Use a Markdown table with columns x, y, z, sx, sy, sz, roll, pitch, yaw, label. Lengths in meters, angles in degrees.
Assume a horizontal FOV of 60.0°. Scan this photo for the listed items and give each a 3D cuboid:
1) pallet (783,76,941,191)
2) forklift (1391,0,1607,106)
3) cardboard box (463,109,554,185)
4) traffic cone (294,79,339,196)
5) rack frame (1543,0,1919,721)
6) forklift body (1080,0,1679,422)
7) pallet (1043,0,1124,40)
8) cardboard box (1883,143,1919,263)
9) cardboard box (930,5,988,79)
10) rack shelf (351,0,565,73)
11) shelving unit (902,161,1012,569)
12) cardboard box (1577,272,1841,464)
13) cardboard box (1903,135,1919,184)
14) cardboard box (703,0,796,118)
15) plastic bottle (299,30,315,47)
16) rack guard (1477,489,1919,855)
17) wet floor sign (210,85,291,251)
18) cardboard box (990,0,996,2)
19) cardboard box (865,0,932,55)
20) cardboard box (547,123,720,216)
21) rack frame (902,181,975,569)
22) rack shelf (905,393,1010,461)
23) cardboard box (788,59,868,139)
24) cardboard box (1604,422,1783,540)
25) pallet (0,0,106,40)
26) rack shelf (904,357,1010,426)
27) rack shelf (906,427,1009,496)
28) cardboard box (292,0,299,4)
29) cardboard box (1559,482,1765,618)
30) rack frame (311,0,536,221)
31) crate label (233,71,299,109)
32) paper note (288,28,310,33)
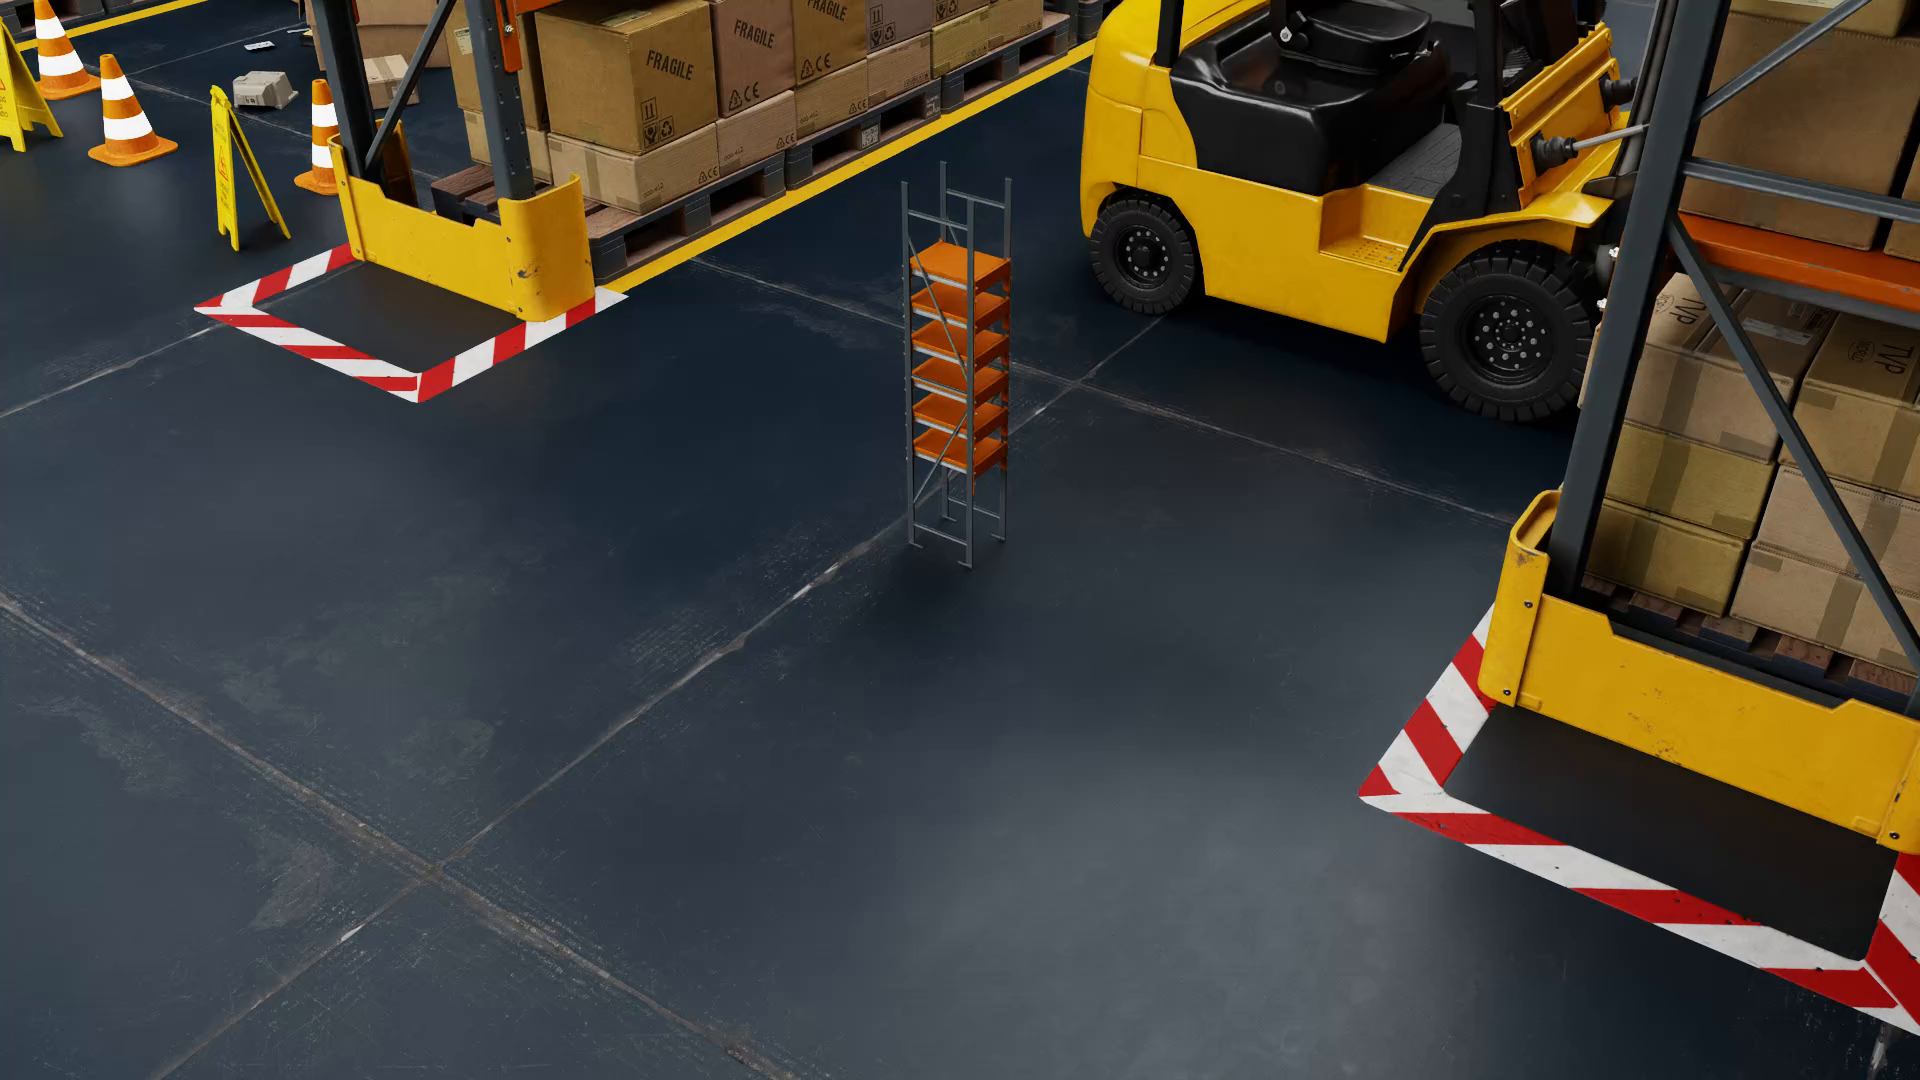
| x | y | z | sx | sy | sz | roll | pitch | yaw | label |
| --- | --- | --- | --- | --- | --- | --- | --- | --- | --- |
| -0.835 | -2.112 | 8.185 | 1.003 | 0.211 | 1.213 | 21 | 39 | 28 | pallet |
| 2.331 | -3.494 | 7.800 | 1.130 | 2.935 | 3.031 | 21 | 40 | 28 | forklift |
| -1.813 | -1.815 | 7.335 | 0.500 | 0.250 | 0.500 | 21 | 39 | 28 | cardboard box |
| -2.881 | -1.870 | 7.602 | 0.336 | 0.463 | 0.334 | 21 | 39 | 28 | traffic cone |
| 2.013 | -0.727 | 3.647 | 1.000 | 3.000 | 0.127 | 21 | 39 | 28 | rack frame |
| 1.596 | -1.831 | 6.037 | 2.313 | 2.155 | 1.214 | 21 | 39 | 28 | forklift body |
| 0.657 | -3.355 | 10.023 | 1.003 | 0.211 | 1.213 | 21 | 39 | 28 | pallet |
| 2.524 | -0.908 | 3.825 | 0.500 | 0.500 | 0.500 | 23 | 40 | 30 | cardboard box |
| -0.198 | -2.580 | 8.468 | 0.500 | 0.250 | 0.500 | 20 | 39 | 27 | cardboard box |
| -0.926 | -2.933 | 7.552 | 1.077 | 0.370 | 4.000 | 21 | 39 | 28 | rack shelf |
| -0.008 | -0.490 | 4.904 | 0.258 | 1.200 | 0.189 | 21 | 39 | 28 | shelving unit |
| 2.019 | -0.488 | 4.480 | 0.500 | 0.250 | 0.500 | 23 | 40 | 30 | cardboard box |
| 2.381 | -1.315 | 4.427 | 0.500 | 0.500 | 0.500 | 23 | 40 | 30 | cardboard box |
| -1.072 | -2.192 | 7.224 | 0.500 | 0.500 | 0.500 | 20 | 39 | 27 | cardboard box |
| -3.616 | -2.878 | 9.451 | 0.133 | 0.061 | 0.283 | 8 | 35 | 12 | plastic bottle |
| 1.999 | 0.320 | 4.331 | 1.175 | 0.500 | 0.348 | 21 | 39 | 28 | rack guard |
| -3.054 | -1.590 | 7.025 | 0.232 | 0.644 | 0.267 | -22 | 40 | -29 | wet floor sign |
| 0.097 | -3.139 | 8.624 | 0.500 | 0.500 | 0.500 | 21 | 39 | 28 | cardboard box |
| -0.481 | -2.669 | 7.930 | 0.500 | 0.500 | 0.500 | 24 | 41 | 31 | cardboard box |
| -1.380 | -1.629 | 7.060 | 0.500 | 0.250 | 0.500 | 21 | 39 | 28 | cardboard box |
| -0.060 | -0.448 | 4.842 | 0.240 | 1.200 | 0.006 | 21 | 39 | 28 | rack frame |
| -0.008 | -0.354 | 4.996 | 0.258 | 0.103 | 0.180 | 21 | 39 | 28 | rack shelf |
| -0.782 | -2.116 | 7.781 | 0.500 | 0.250 | 0.500 | 24 | 41 | 31 | cardboard box |
| 2.034 | -0.293 | 4.639 | 0.500 | 0.250 | 0.500 | 21 | 39 | 28 | cardboard box |
| -5.799 | -3.083 | 9.621 | 1.003 | 0.211 | 1.213 | 21 | 39 | 28 | pallet |
| -0.008 | -0.454 | 4.929 | 0.258 | 0.103 | 0.180 | 21 | 39 | 28 | rack shelf |
| -0.008 | -0.255 | 5.063 | 0.258 | 0.103 | 0.180 | 21 | 39 | 28 | rack shelf |
| -3.952 | -3.609 | 10.139 | 0.500 | 0.500 | 0.500 | 29 | 44 | 36 | cardboard box |
| 2.021 | -0.079 | 4.769 | 0.500 | 0.250 | 0.500 | 22 | 40 | 28 | cardboard box |
| -2.067 | -2.311 | 5.989 | 1.000 | 3.000 | 0.127 | 21 | 39 | 28 | rack frame |
| -3.590 | -2.314 | 8.550 | 0.250 | 0.136 | 0.298 | 3 | 34 | 4 | crate label |
| -3.810 | -2.937 | 9.584 | 0.123 | 0.001 | 0.032 | -15 | 37 | -21 | paper note |
